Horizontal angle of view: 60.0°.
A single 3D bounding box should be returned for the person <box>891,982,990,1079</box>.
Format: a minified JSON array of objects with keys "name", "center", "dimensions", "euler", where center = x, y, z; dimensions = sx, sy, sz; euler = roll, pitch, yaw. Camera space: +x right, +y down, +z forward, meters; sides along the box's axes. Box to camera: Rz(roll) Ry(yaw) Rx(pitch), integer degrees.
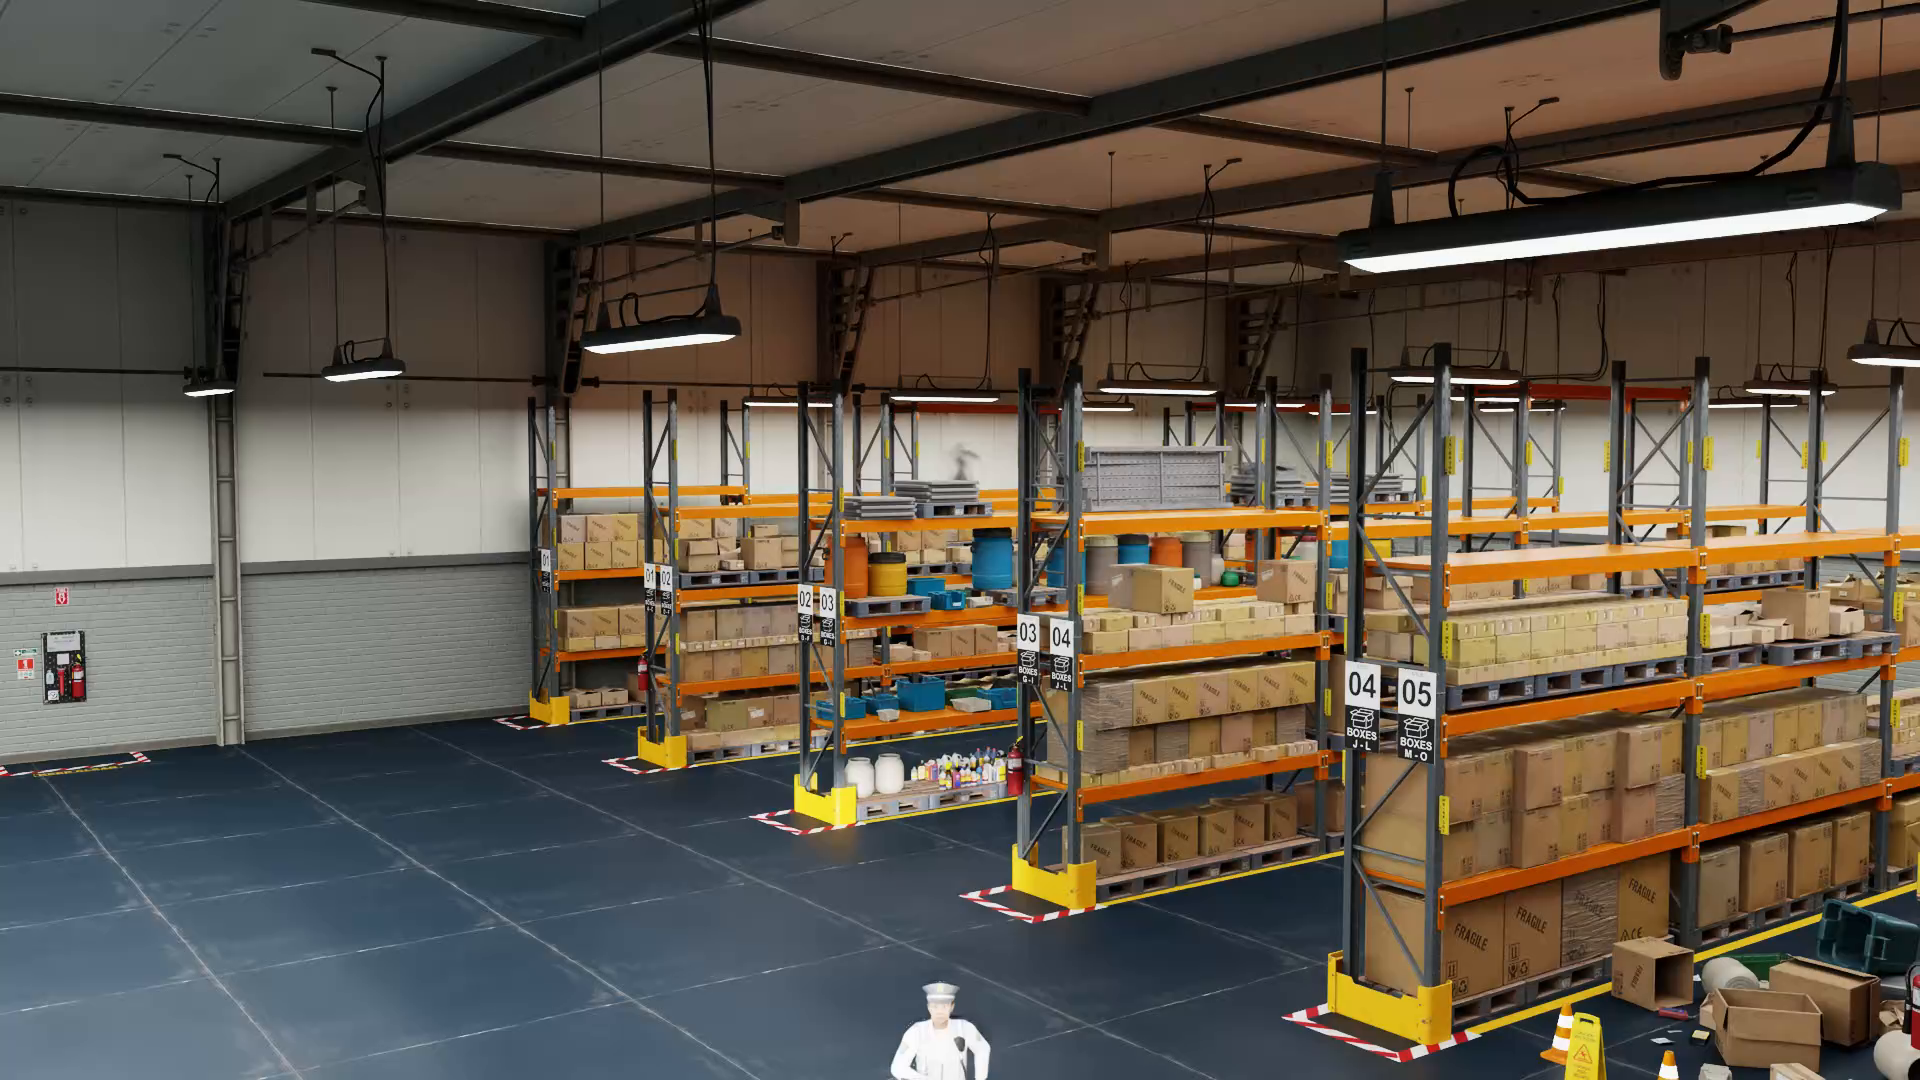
[{"name":"person","center":[-0.124,3.661,10.755],"dimensions":[0.631,1.681,0.899],"euler":[0,3,2]}]
